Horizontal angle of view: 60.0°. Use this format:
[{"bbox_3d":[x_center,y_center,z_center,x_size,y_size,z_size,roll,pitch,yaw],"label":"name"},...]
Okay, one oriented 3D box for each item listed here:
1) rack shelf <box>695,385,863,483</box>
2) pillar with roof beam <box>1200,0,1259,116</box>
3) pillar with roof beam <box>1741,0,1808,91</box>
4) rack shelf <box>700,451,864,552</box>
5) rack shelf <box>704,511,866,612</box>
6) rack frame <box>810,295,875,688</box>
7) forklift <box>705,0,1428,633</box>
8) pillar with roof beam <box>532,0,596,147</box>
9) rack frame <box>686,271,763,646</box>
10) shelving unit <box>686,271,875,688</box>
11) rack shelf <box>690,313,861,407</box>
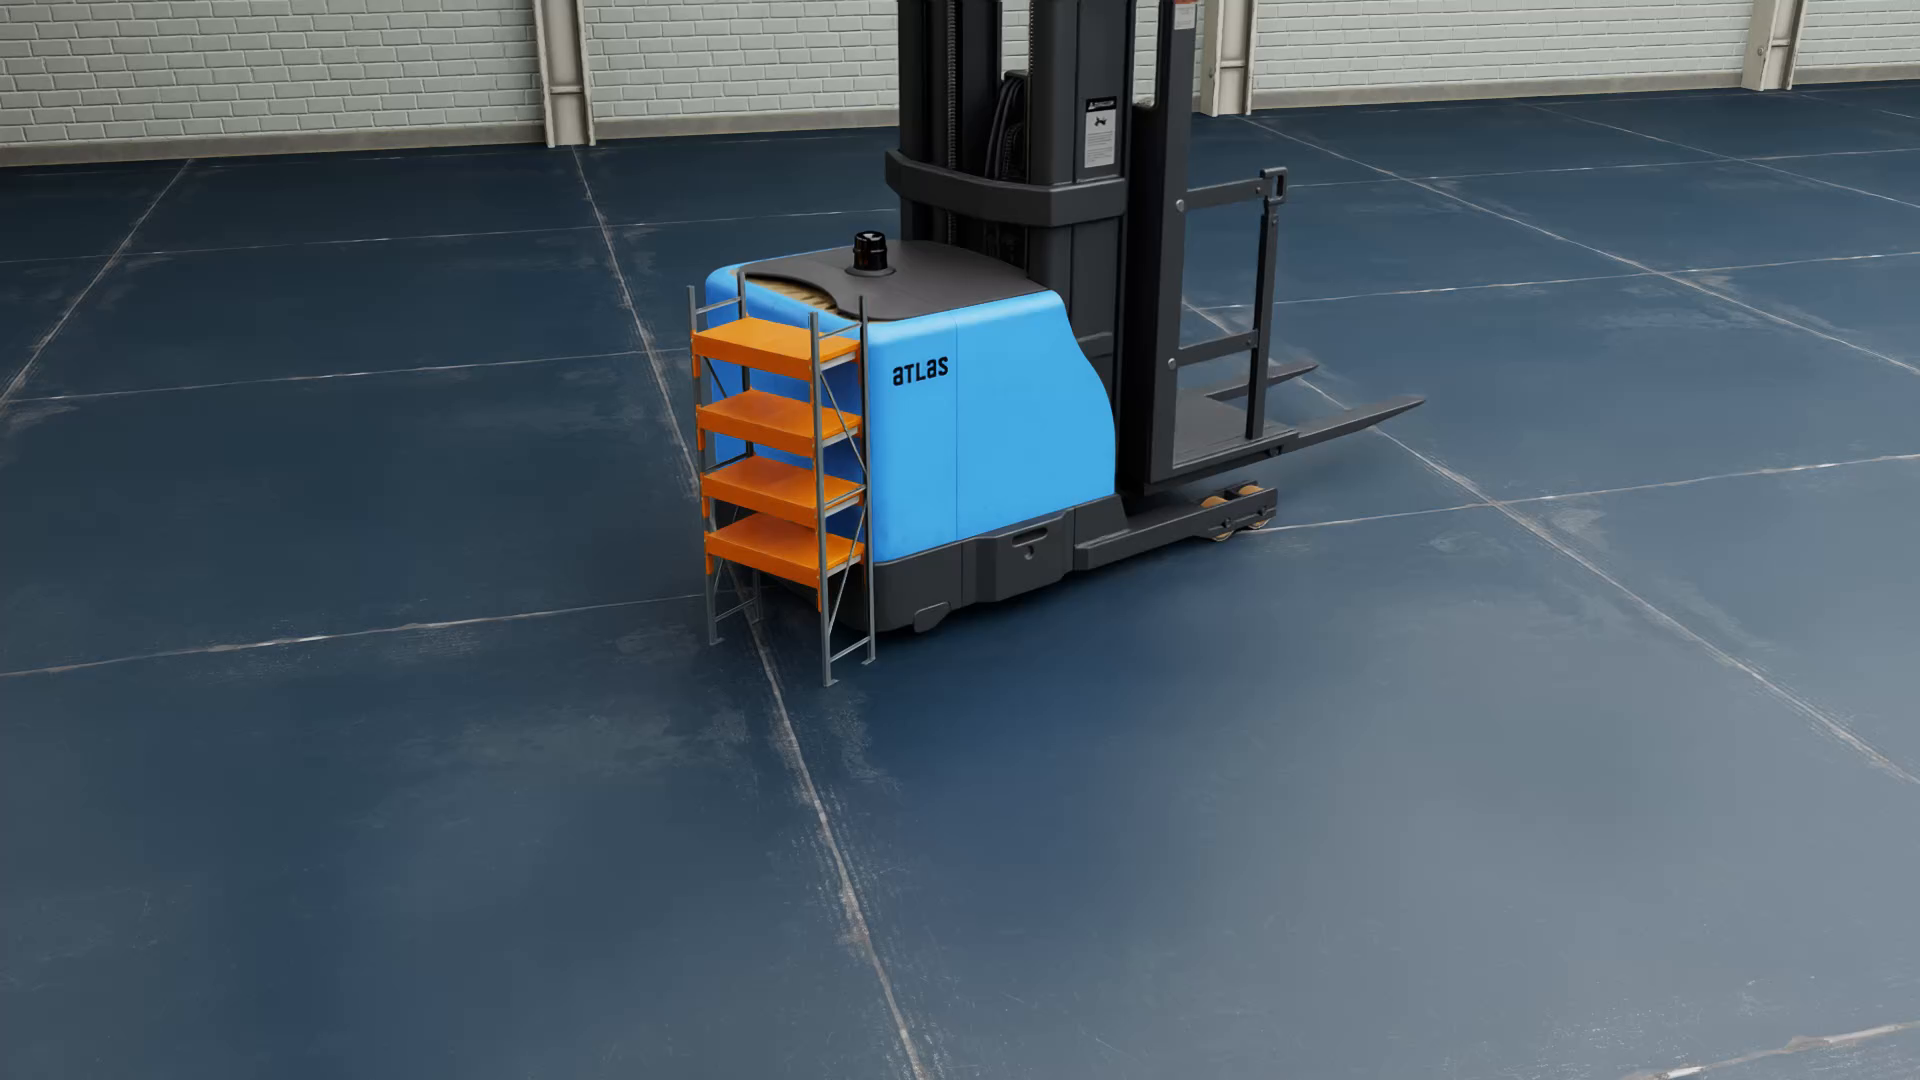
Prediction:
[{"bbox_3d":[-0.547,-0.331,5.102,0.480,0.148,0.258,16,28,33],"label":"rack shelf"},{"bbox_3d":[3.644,-6.500,9.987,0.400,9.000,9.100,-6,24,-14],"label":"pillar with roof beam"},{"bbox_3d":[9.421,-7.139,11.476,0.400,9.000,9.100,-6,24,-14],"label":"pillar with roof beam"},{"bbox_3d":[-0.547,-0.125,5.190,0.480,0.148,0.258,16,28,33],"label":"rack shelf"},{"bbox_3d":[-0.547,0.057,5.269,0.480,0.148,0.258,16,28,33],"label":"rack shelf"},{"bbox_3d":[-0.350,-0.130,5.031,0.015,1.200,0.240,16,28,33],"label":"rack frame"},{"bbox_3d":[0.592,-1.491,6.008,3.031,2.935,1.130,-17,28,-34],"label":"forklift"},{"bbox_3d":[-2.133,-5.861,8.498,0.400,9.000,9.100,-6,24,-14],"label":"pillar with roof beam"},{"bbox_3d":[-0.744,-0.244,5.296,0.015,1.200,0.240,16,28,33],"label":"rack frame"},{"bbox_3d":[-0.547,-0.187,5.164,0.503,1.200,0.258,16,28,33],"label":"shelving unit"},{"bbox_3d":[-0.547,-0.548,5.009,0.480,0.148,0.258,16,28,33],"label":"rack shelf"}]
